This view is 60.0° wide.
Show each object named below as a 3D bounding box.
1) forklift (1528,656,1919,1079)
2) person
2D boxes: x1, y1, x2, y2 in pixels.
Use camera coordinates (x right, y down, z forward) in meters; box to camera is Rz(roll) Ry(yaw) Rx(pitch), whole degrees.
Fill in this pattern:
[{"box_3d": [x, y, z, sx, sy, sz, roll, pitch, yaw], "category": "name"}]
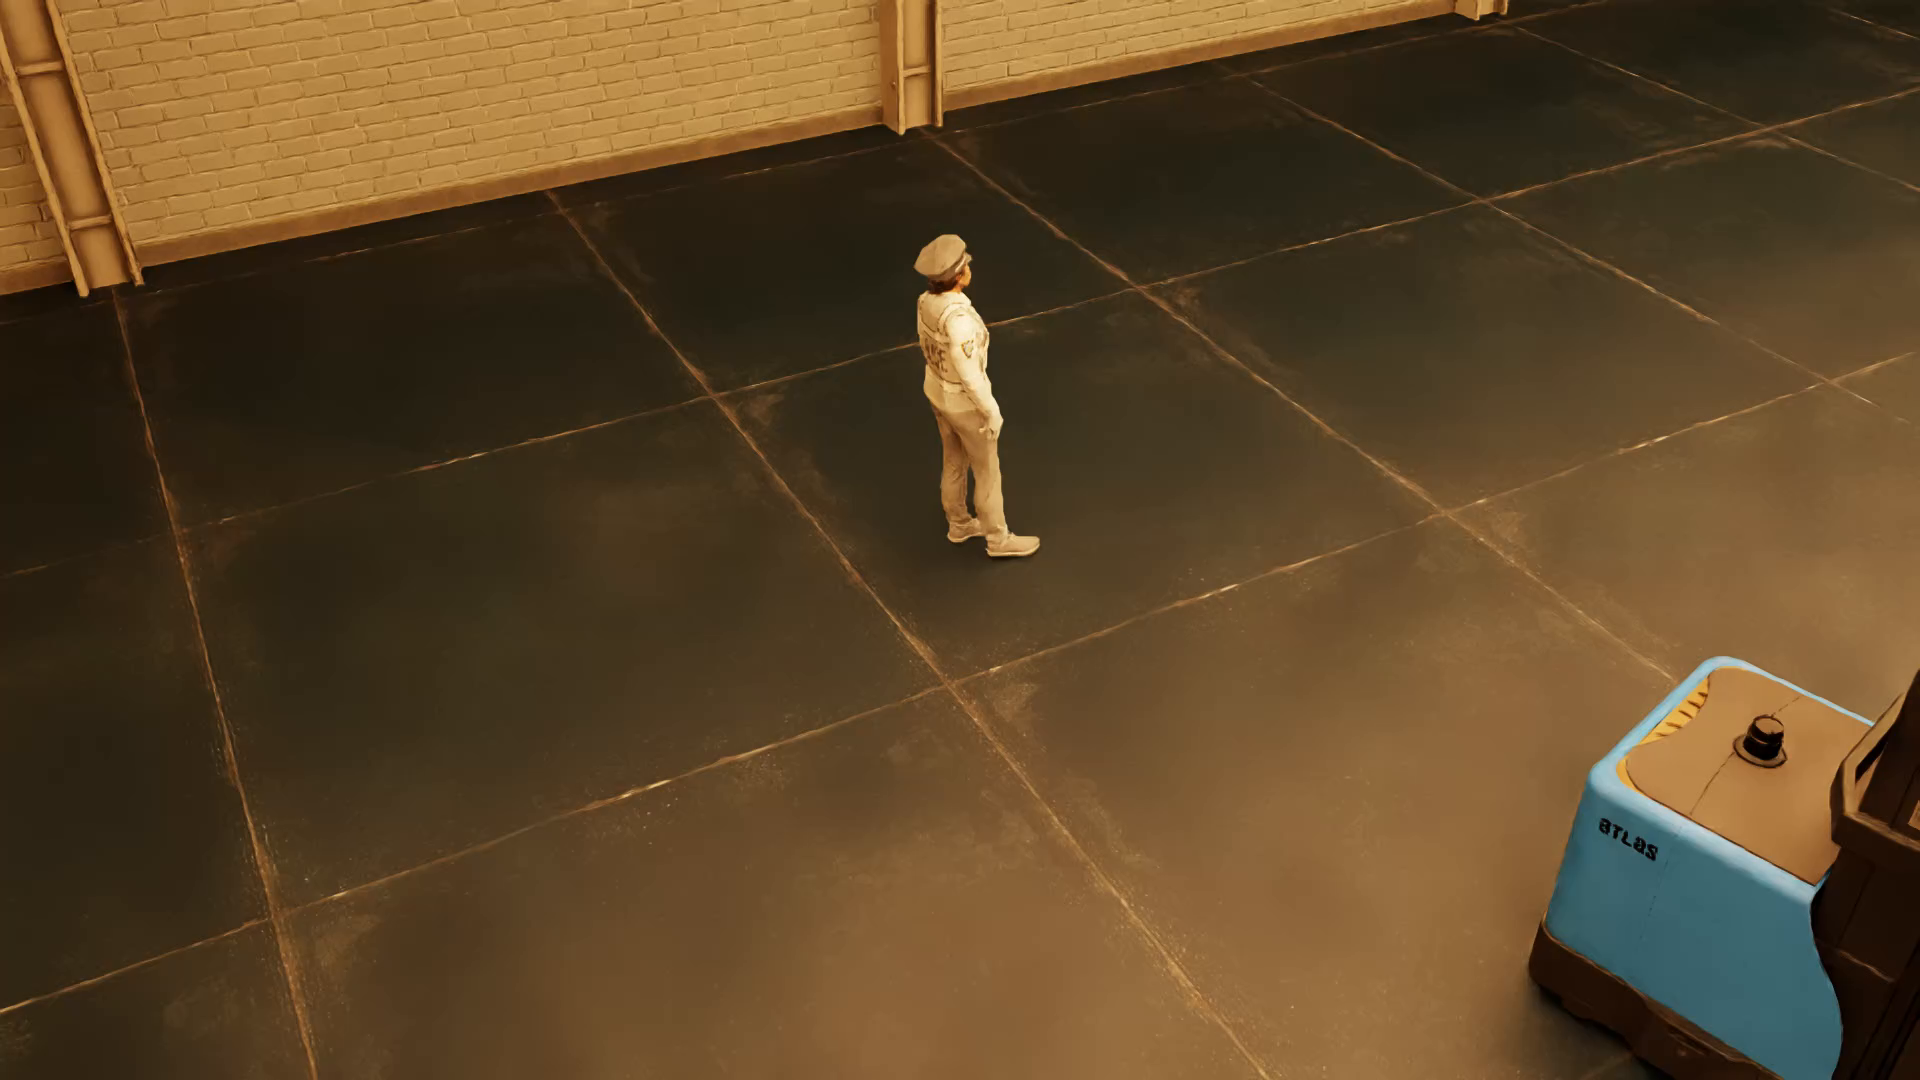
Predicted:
[{"box_3d": [3.526, 0.894, 4.858, 1.130, 2.935, 3.031, -29, 45, -35], "category": "forklift"}, {"box_3d": [0.063, -0.713, 8.190, 0.533, 1.695, 0.586, -17, 39, -23], "category": "person"}]
